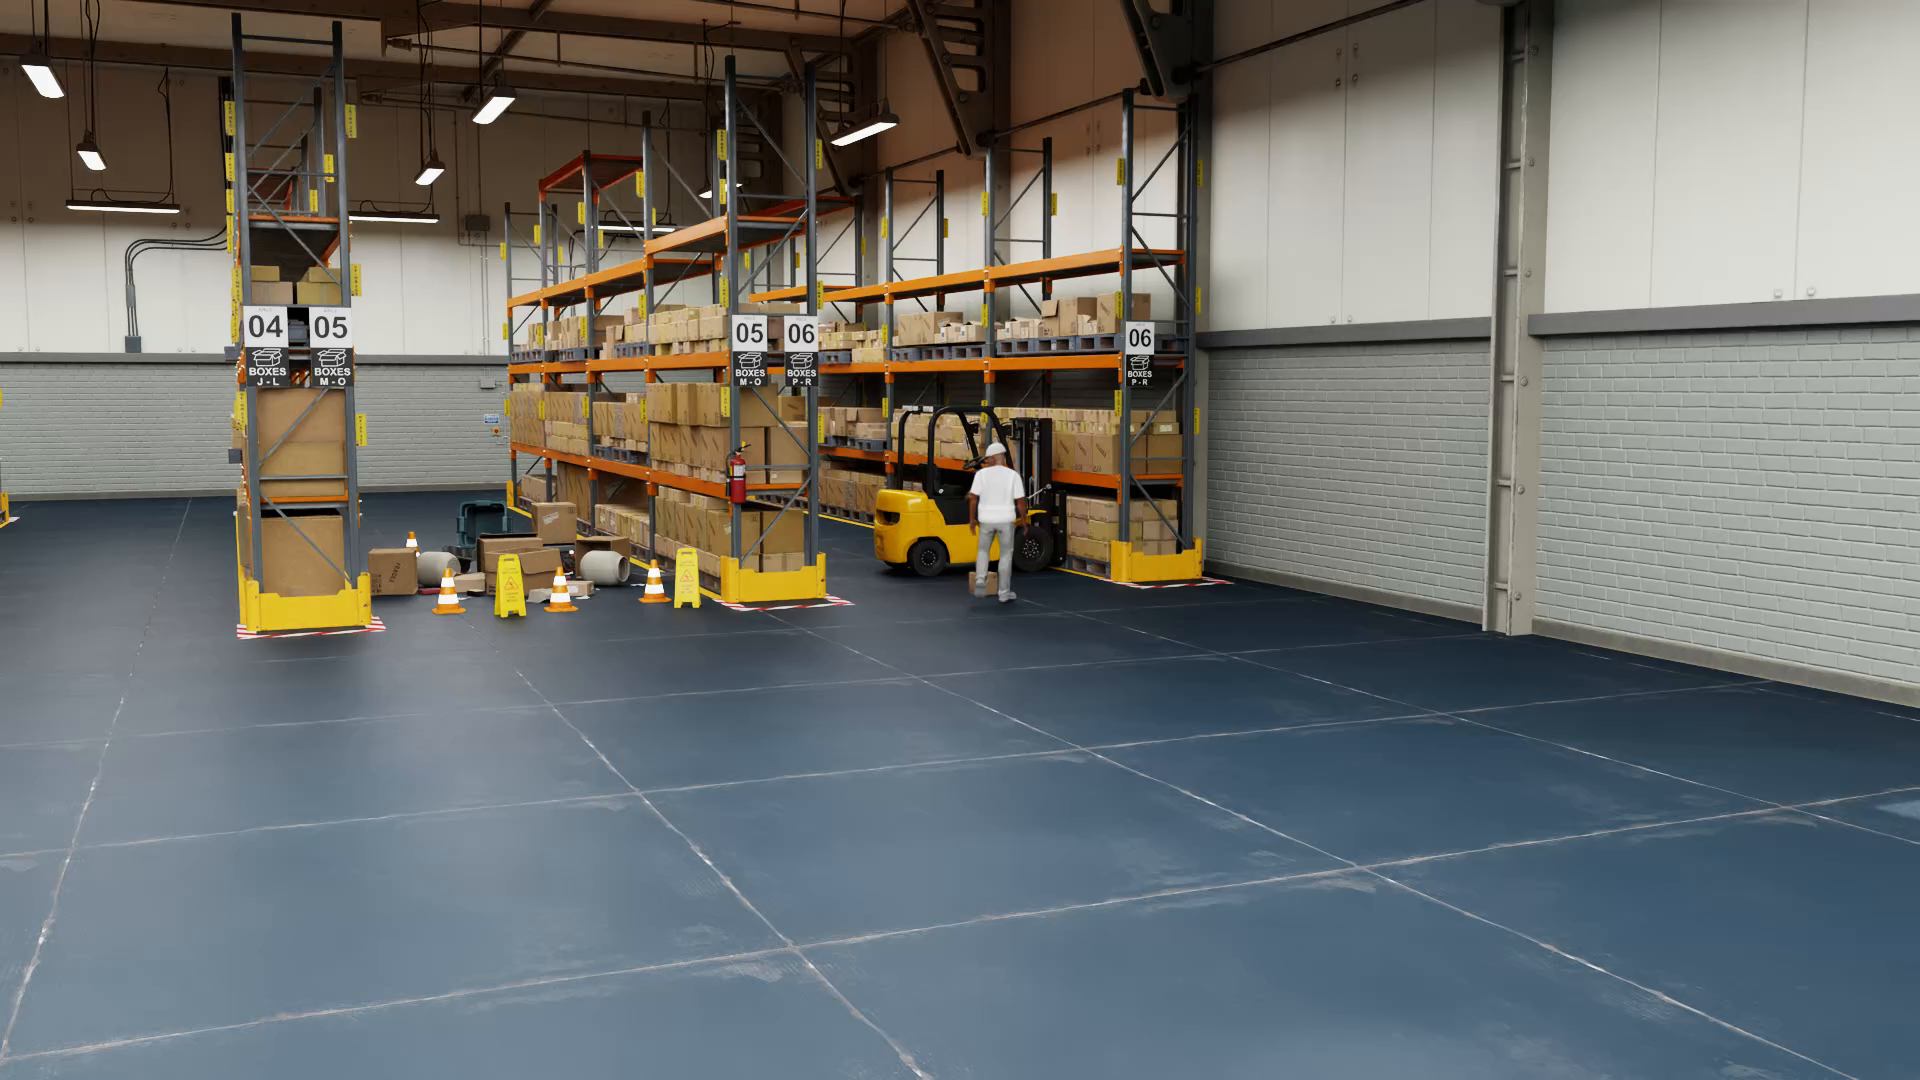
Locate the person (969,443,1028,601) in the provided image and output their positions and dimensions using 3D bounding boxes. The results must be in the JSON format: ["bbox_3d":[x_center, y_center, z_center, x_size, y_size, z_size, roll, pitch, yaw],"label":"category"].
[{"bbox_3d":[0.421,-0.198,18.518,0.631,1.764,0.543,1,5,11],"label":"person"}]
